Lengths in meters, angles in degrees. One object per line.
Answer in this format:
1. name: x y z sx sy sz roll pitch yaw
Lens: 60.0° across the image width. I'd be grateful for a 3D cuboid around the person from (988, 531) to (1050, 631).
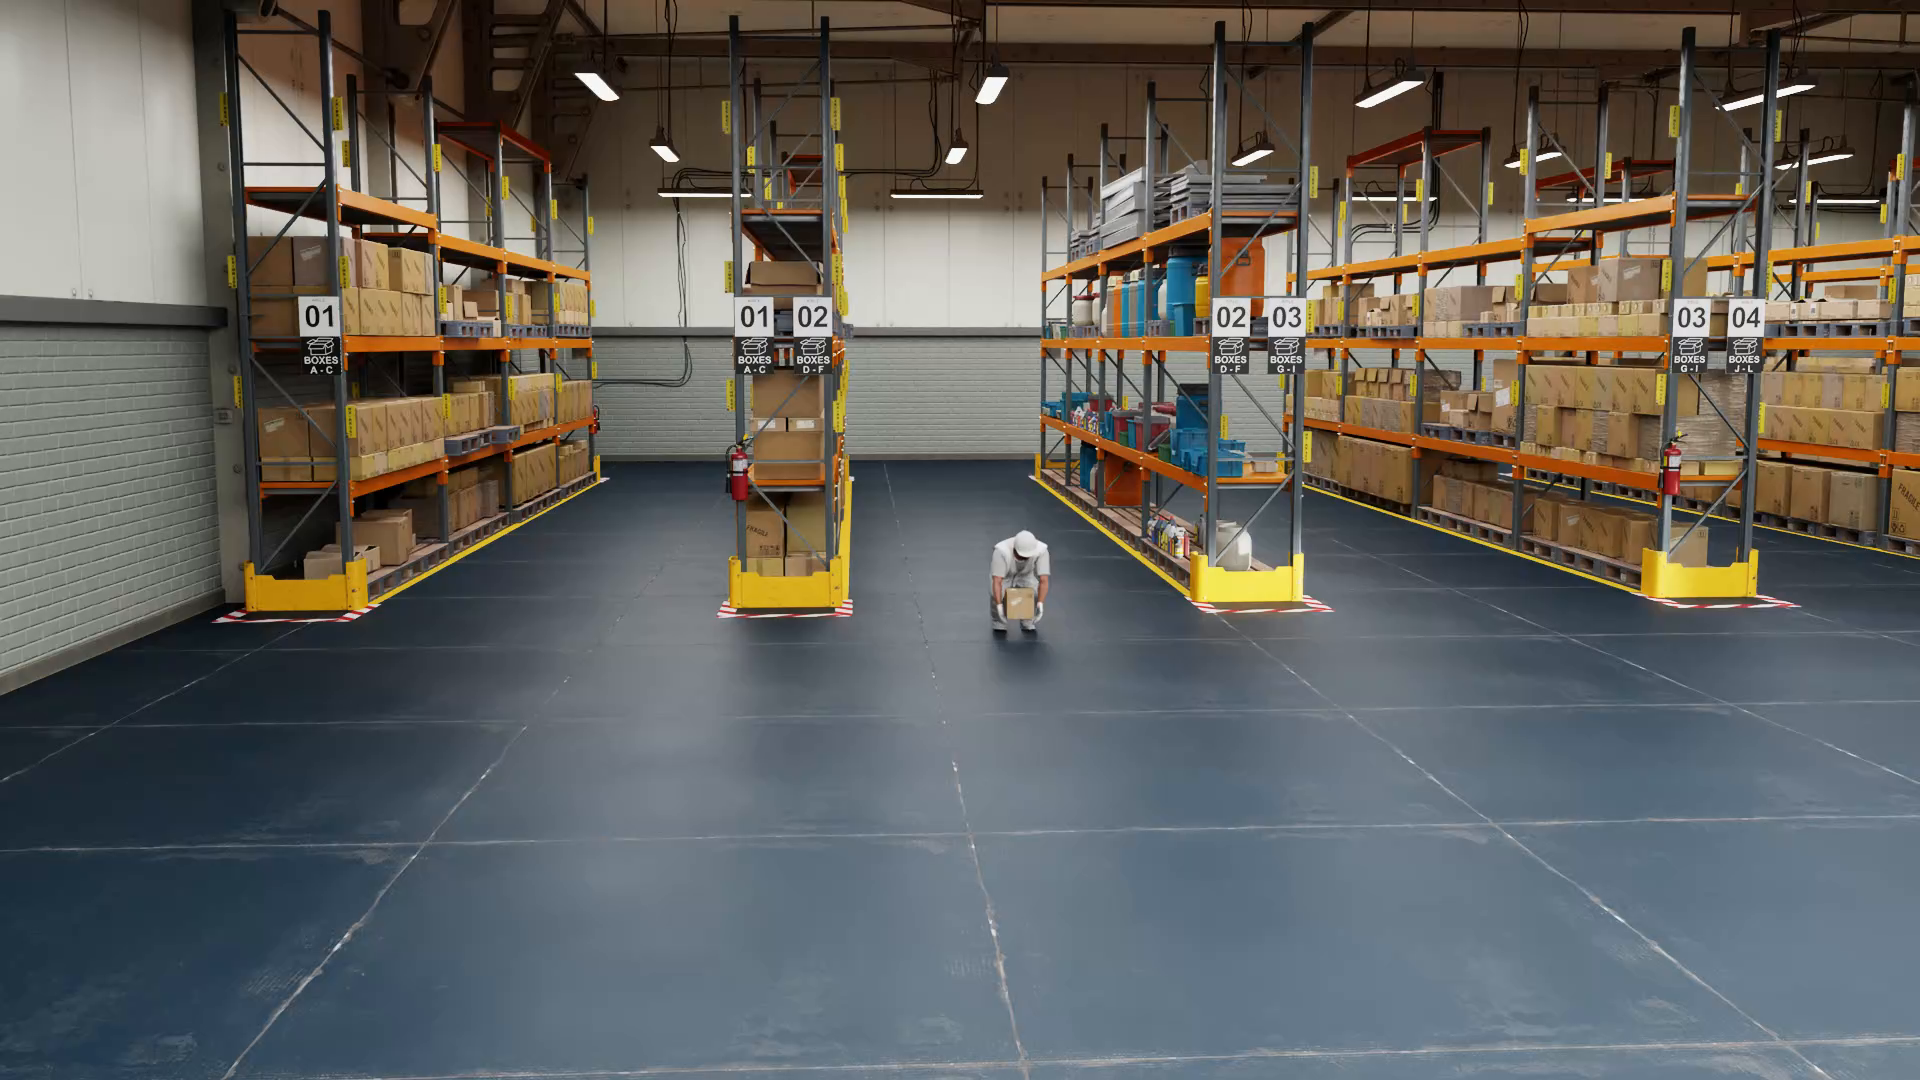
1. person: 0.555 0.377 15.805 0.578 1.005 0.918 0 7 -3
